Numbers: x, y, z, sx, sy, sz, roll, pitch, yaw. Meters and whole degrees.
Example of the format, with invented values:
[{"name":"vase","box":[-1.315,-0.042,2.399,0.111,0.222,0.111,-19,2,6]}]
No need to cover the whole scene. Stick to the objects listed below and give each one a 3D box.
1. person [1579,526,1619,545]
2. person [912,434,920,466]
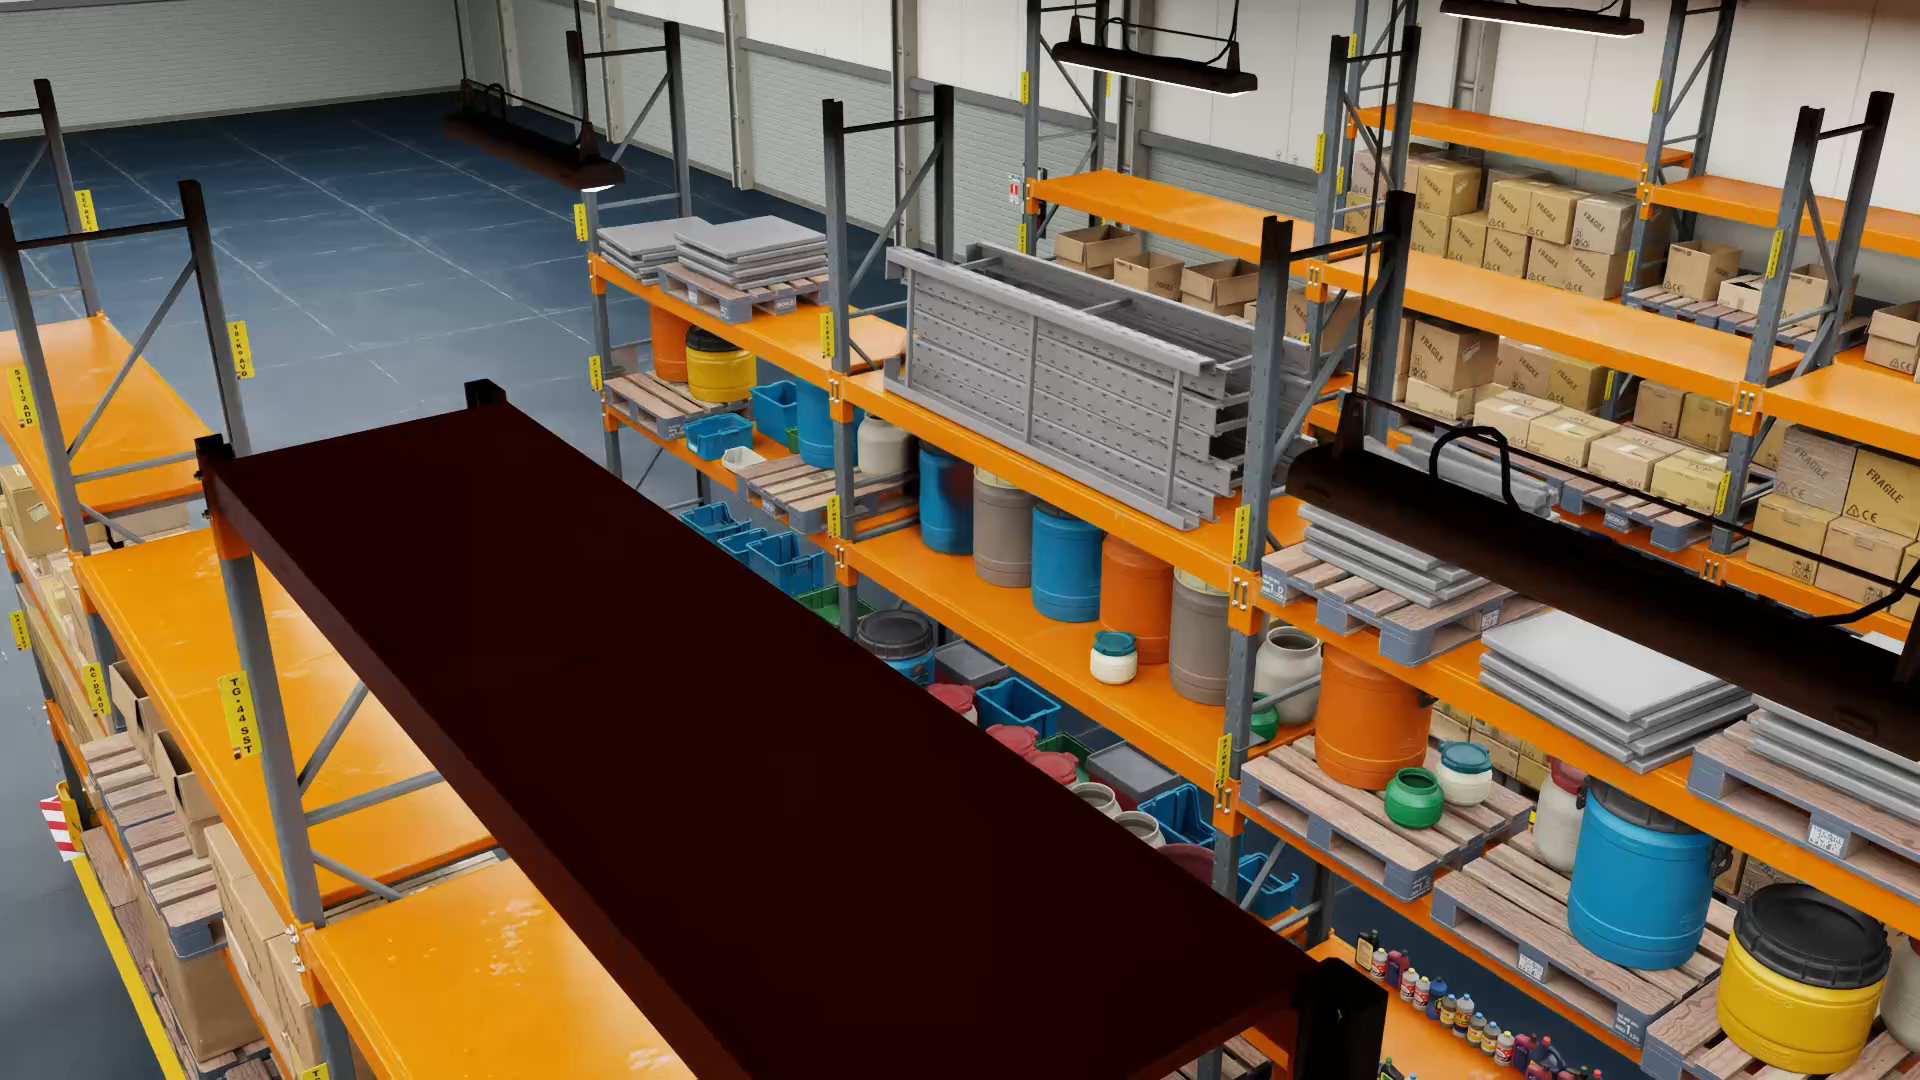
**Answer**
[{"name":"person","box":[6.645,-0.161,17.407,0.574,1.644,0.504,3,25,5]},{"name":"person","box":[-0.363,-0.972,19.018,0.553,1.820,0.701,10,27,20]}]
